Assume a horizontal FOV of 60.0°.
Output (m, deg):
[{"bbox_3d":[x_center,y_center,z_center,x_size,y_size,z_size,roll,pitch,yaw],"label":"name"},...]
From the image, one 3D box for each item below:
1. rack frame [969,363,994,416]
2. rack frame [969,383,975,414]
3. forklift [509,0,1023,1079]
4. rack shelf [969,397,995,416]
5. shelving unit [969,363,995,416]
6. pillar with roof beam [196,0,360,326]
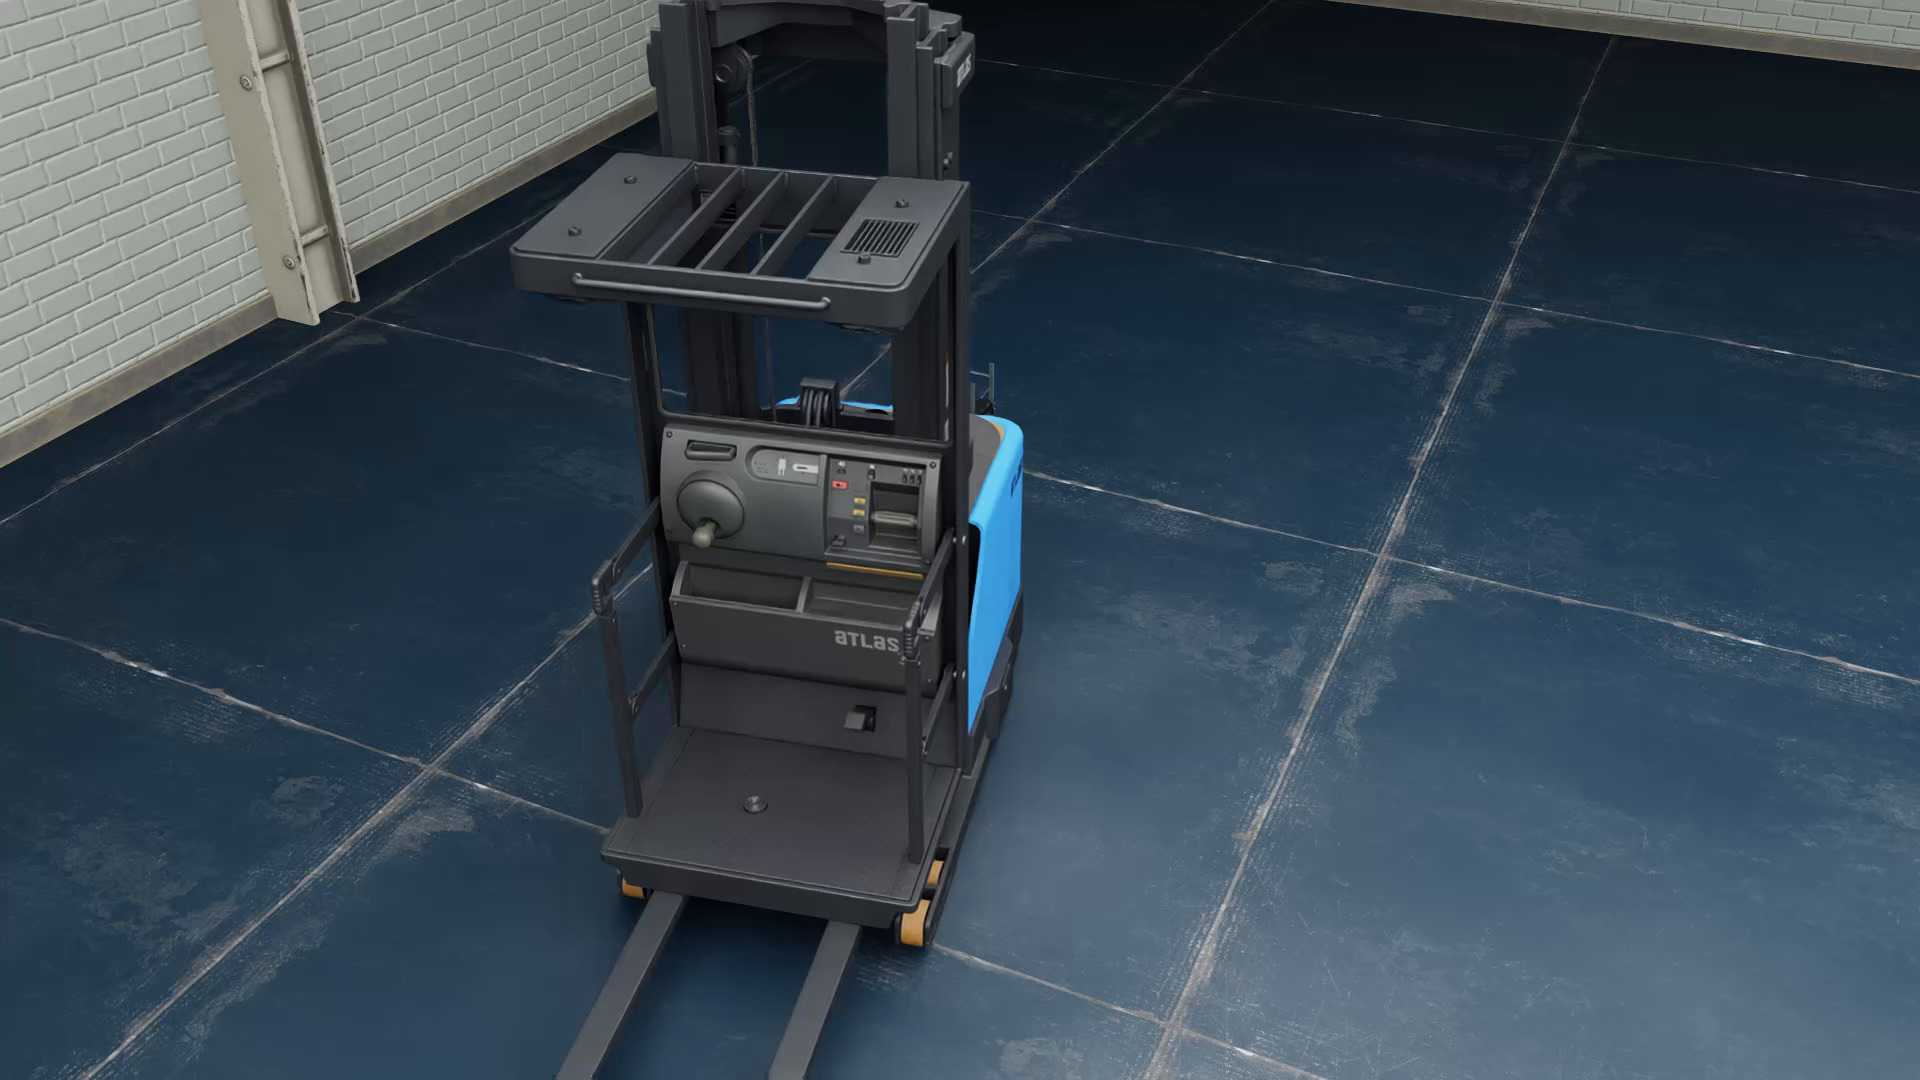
[{"bbox_3d":[0.039,-0.423,7.574,0.240,0.900,0.006,14,36,20],"label":"rack frame"},{"bbox_3d":[-0.046,-0.322,7.420,0.240,0.900,0.006,14,36,20],"label":"rack frame"},{"bbox_3d":[-0.566,-0.076,5.192,1.130,2.935,3.031,7,34,11],"label":"forklift"},{"bbox_3d":[-0.003,-0.570,7.367,0.258,0.077,0.200,14,36,20],"label":"rack shelf"},{"bbox_3d":[-0.003,-0.372,7.497,0.258,0.900,0.210,14,36,20],"label":"shelving unit"},{"bbox_3d":[0.106,-4.152,5.875,9.100,9.000,0.400,14,36,20],"label":"pillar with roof beam"}]
